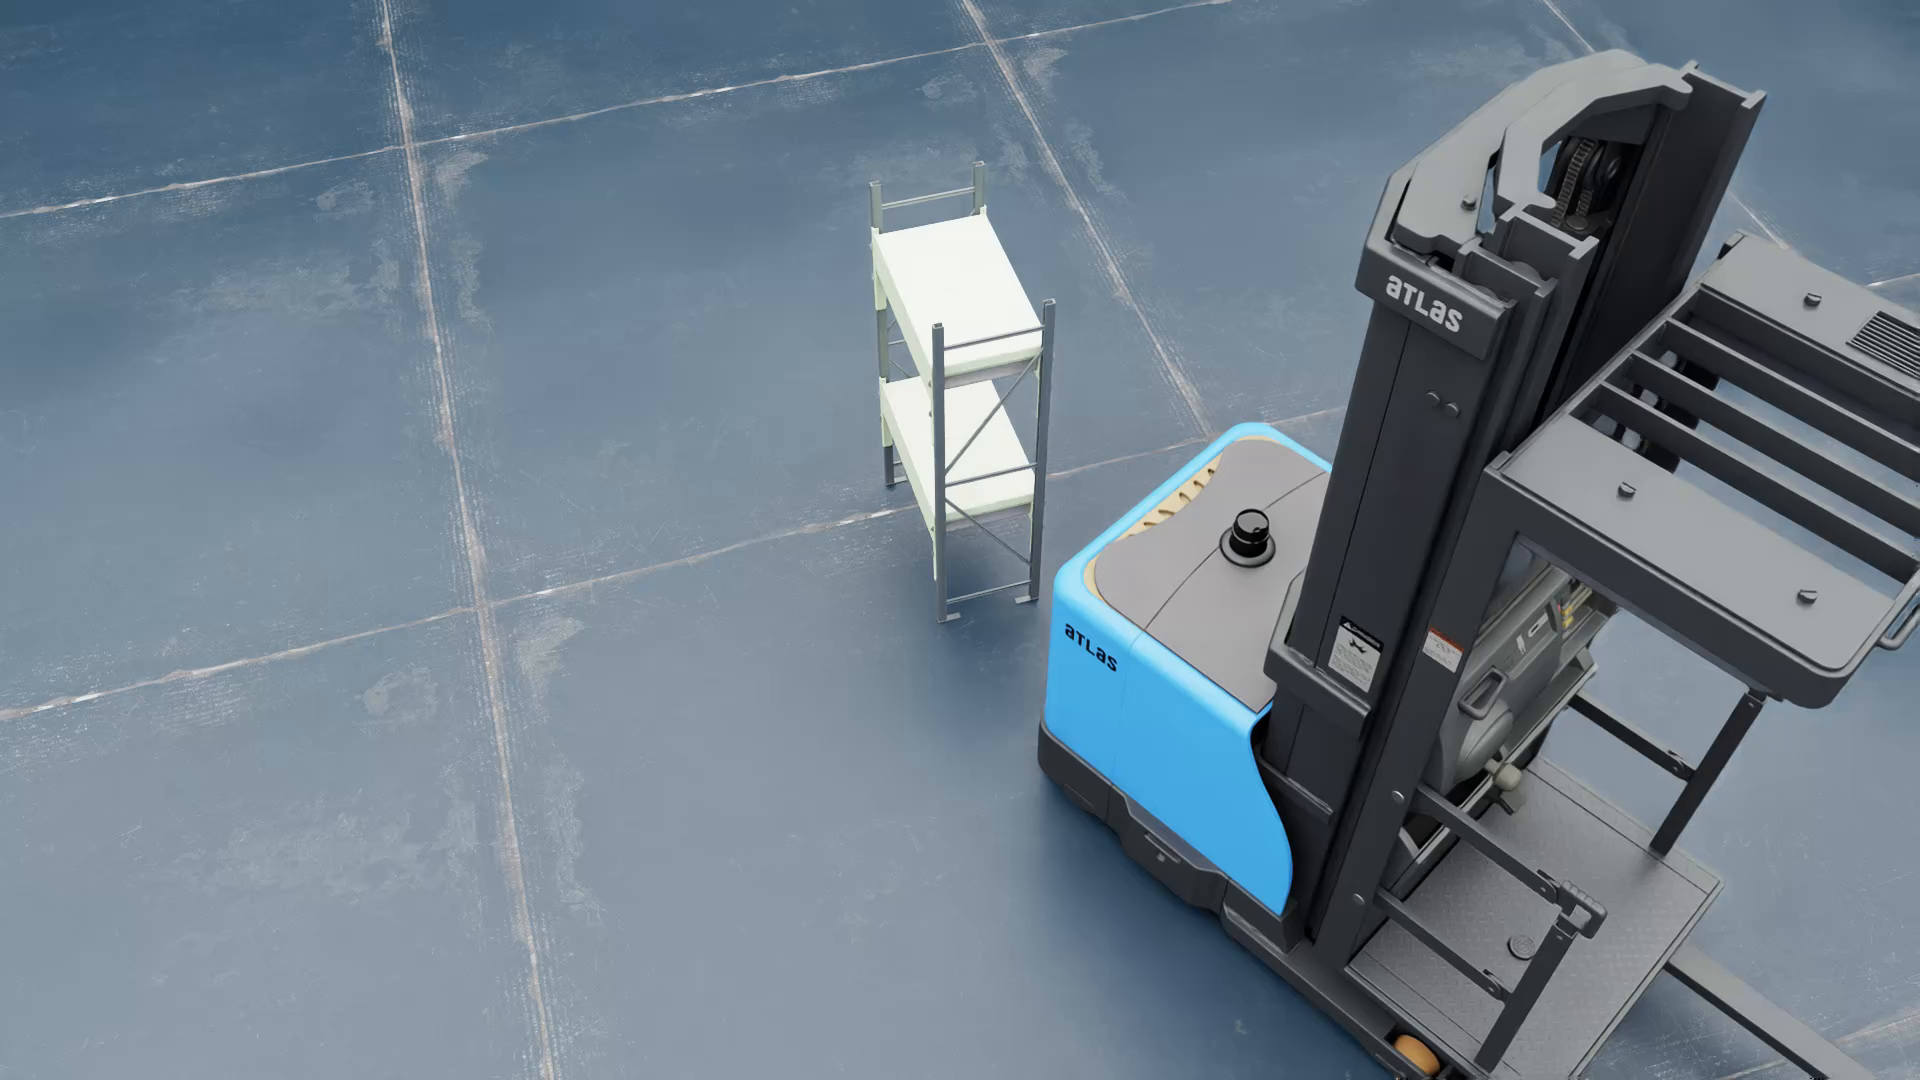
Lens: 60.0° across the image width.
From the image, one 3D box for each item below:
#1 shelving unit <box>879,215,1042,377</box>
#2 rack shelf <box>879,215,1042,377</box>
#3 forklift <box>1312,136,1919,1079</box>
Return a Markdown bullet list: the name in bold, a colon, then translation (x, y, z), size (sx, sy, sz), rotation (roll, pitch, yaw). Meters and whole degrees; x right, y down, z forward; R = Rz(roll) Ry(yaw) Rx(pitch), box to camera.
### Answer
- **shelving unit**: translation (-0.002, -0.826, 5.570), size (0.368, 0.052, 0.686), rotation (-13, 51, -11)
- **rack shelf**: translation (-0.002, -0.826, 5.570), size (0.368, 0.052, 0.686), rotation (-13, 51, -11)
- **forklift**: translation (1.977, 0.683, 4.176), size (2.170, 2.733, 1.118), rotation (37, 59, 27)
